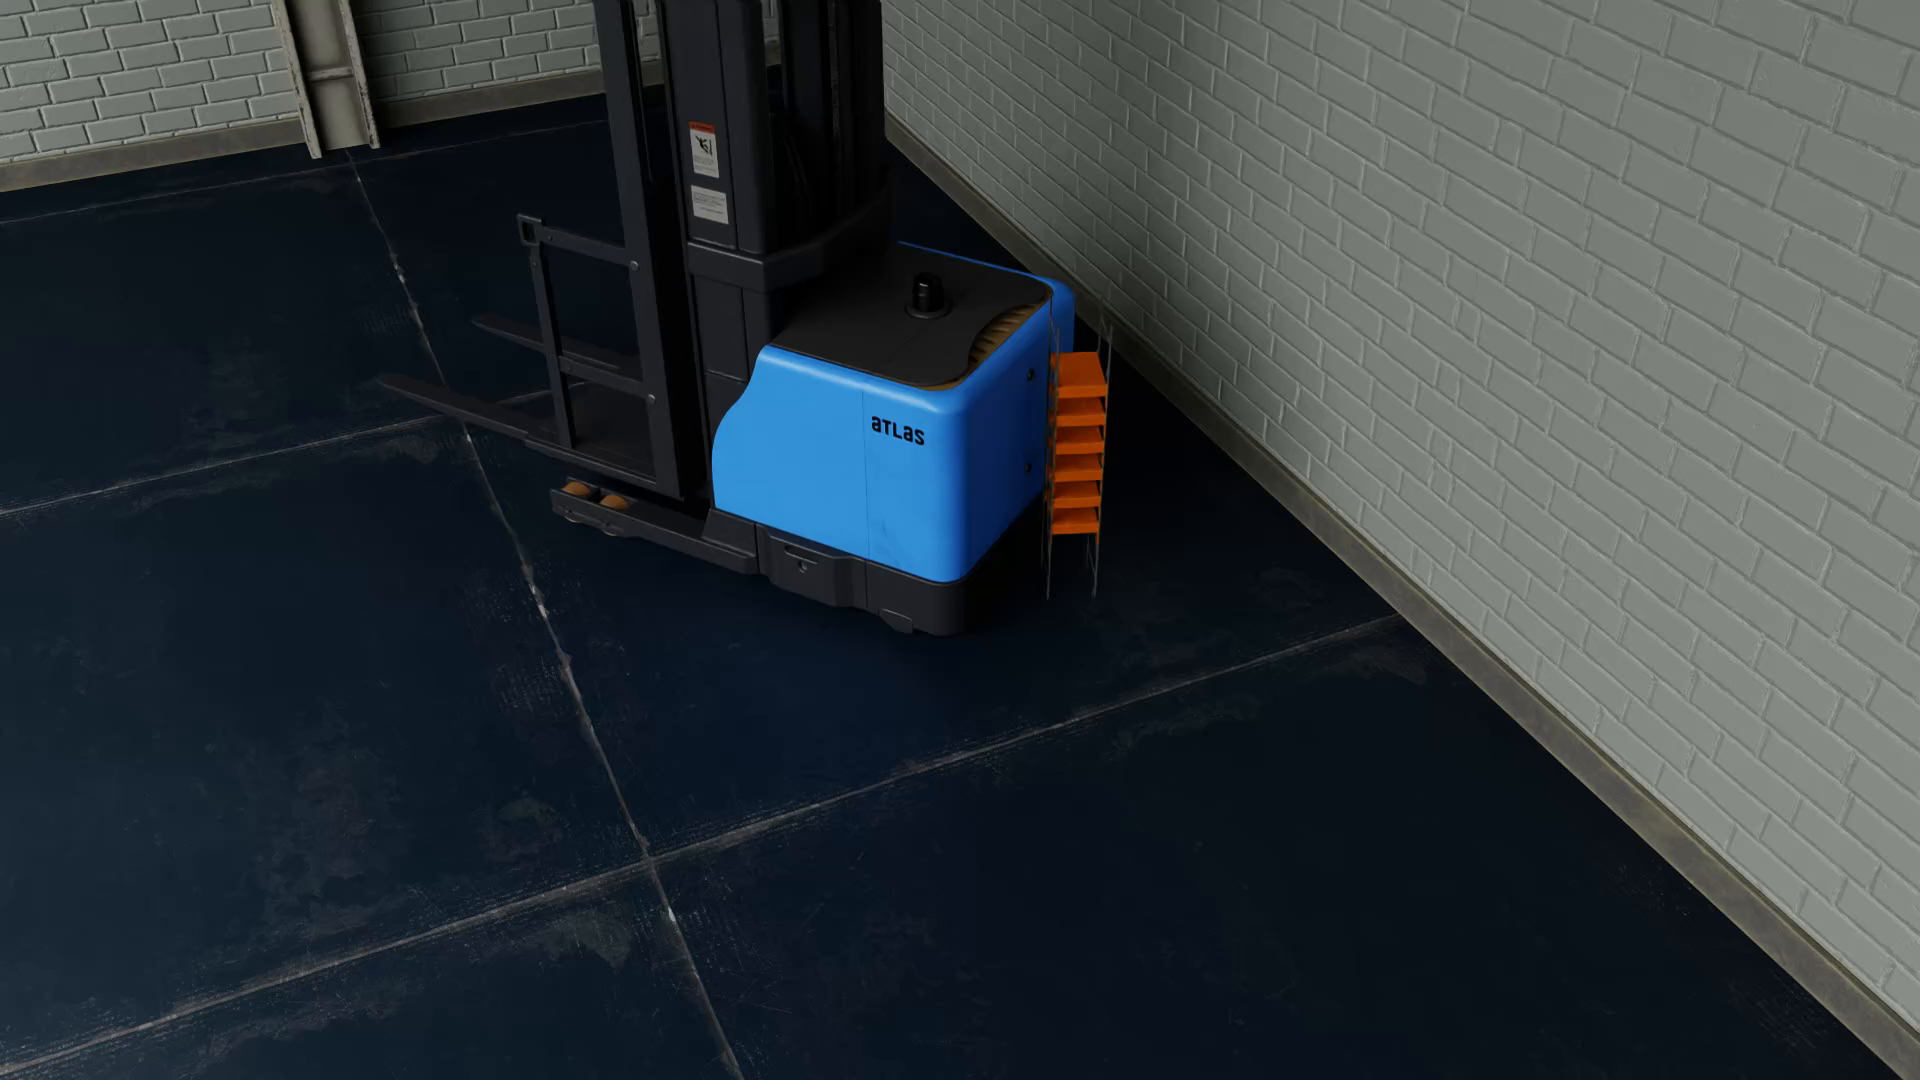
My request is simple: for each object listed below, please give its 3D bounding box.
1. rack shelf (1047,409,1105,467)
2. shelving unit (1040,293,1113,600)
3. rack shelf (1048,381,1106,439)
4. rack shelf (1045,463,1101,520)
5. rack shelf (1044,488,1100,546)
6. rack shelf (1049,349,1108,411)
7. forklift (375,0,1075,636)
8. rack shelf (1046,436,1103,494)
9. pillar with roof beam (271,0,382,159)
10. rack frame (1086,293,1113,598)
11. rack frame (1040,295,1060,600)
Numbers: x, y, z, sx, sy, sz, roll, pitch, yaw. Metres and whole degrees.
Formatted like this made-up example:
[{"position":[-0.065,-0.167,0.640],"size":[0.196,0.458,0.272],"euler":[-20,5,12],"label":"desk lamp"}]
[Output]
[{"position":[0.423,-0.384,6.134],"size":[0.180,0.103,0.258],"euler":[-3,37,-4],"label":"rack shelf"},{"position":[0.423,-0.324,6.179],"size":[0.189,1.200,0.258],"euler":[-3,37,-4],"label":"shelving unit"},{"position":[0.423,-0.481,6.062],"size":[0.180,0.103,0.258],"euler":[-3,37,-4],"label":"rack shelf"},{"position":[0.423,-0.192,6.277],"size":[0.180,0.103,0.258],"euler":[-3,37,-4],"label":"rack shelf"},{"position":[0.423,-0.095,6.349],"size":[0.180,0.103,0.258],"euler":[-3,37,-4],"label":"rack shelf"},{"position":[0.423,-0.577,5.991],"size":[0.180,0.103,0.258],"euler":[-3,37,-4],"label":"rack shelf"},{"position":[-1.093,-1.449,6.243],"size":[3.031,2.935,1.130],"euler":[18,40,23],"label":"forklift"},{"position":[0.423,-0.288,6.206],"size":[0.180,0.103,0.258],"euler":[-3,37,-4],"label":"rack shelf"},{"position":[-1.860,-3.665,4.137],"size":[0.400,9.000,9.100],"euler":[-16,39,-20],"label":"pillar with roof beam"},{"position":[0.515,-0.328,6.185],"size":[0.006,1.200,0.240],"euler":[-3,37,-4],"label":"rack frame"},{"position":[0.332,-0.319,6.173],"size":[0.006,1.200,0.240],"euler":[-3,37,-4],"label":"rack frame"}]
